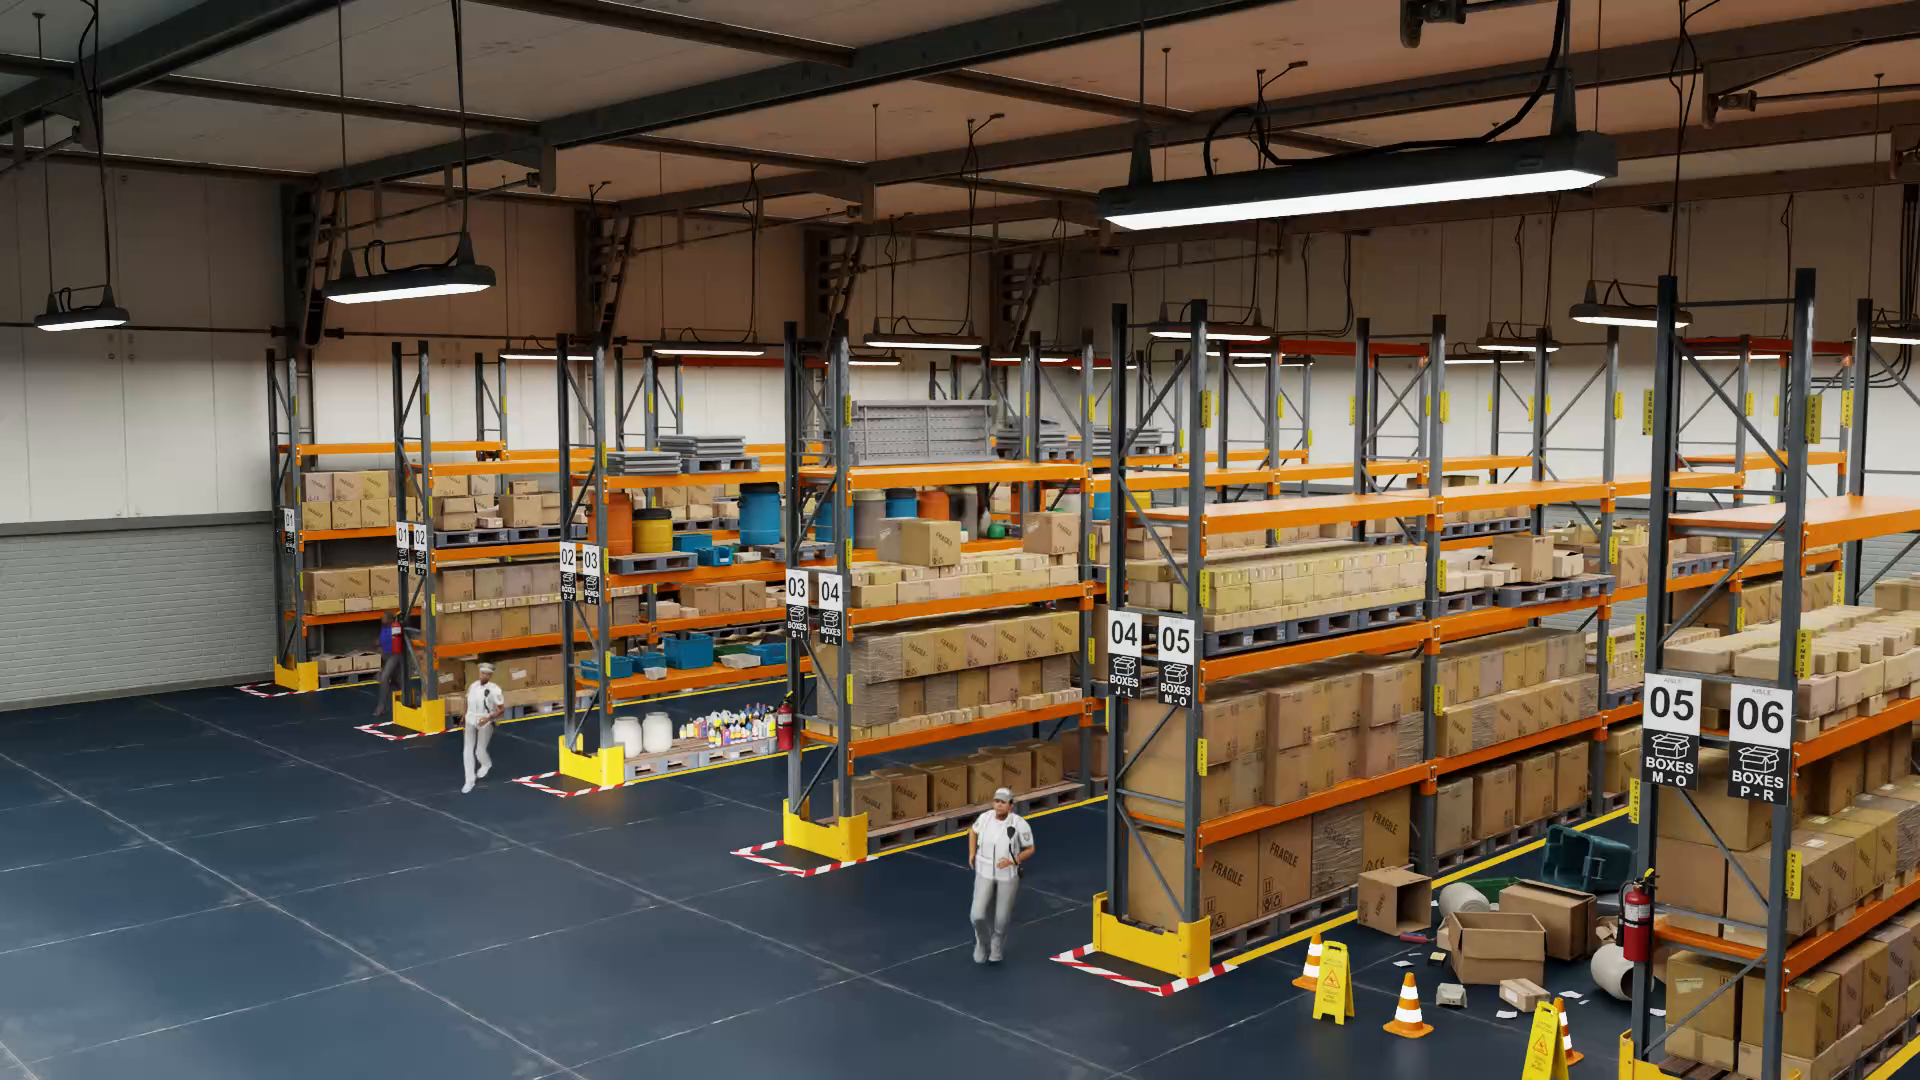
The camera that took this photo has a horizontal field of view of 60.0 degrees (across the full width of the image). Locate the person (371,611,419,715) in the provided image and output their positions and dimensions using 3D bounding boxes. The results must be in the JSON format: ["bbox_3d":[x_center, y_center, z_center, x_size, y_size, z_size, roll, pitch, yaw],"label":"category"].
[{"bbox_3d":[-9.282,1.993,27.272,0.603,1.687,0.875,5,7,45],"label":"person"}]

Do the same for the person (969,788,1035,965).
[{"bbox_3d":[0.358,3.051,15.034,0.636,1.651,0.568,1,5,14],"label":"person"}]

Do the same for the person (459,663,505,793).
[{"bbox_3d":[-6.301,2.446,21.999,0.607,1.685,0.741,0,5,5],"label":"person"}]
